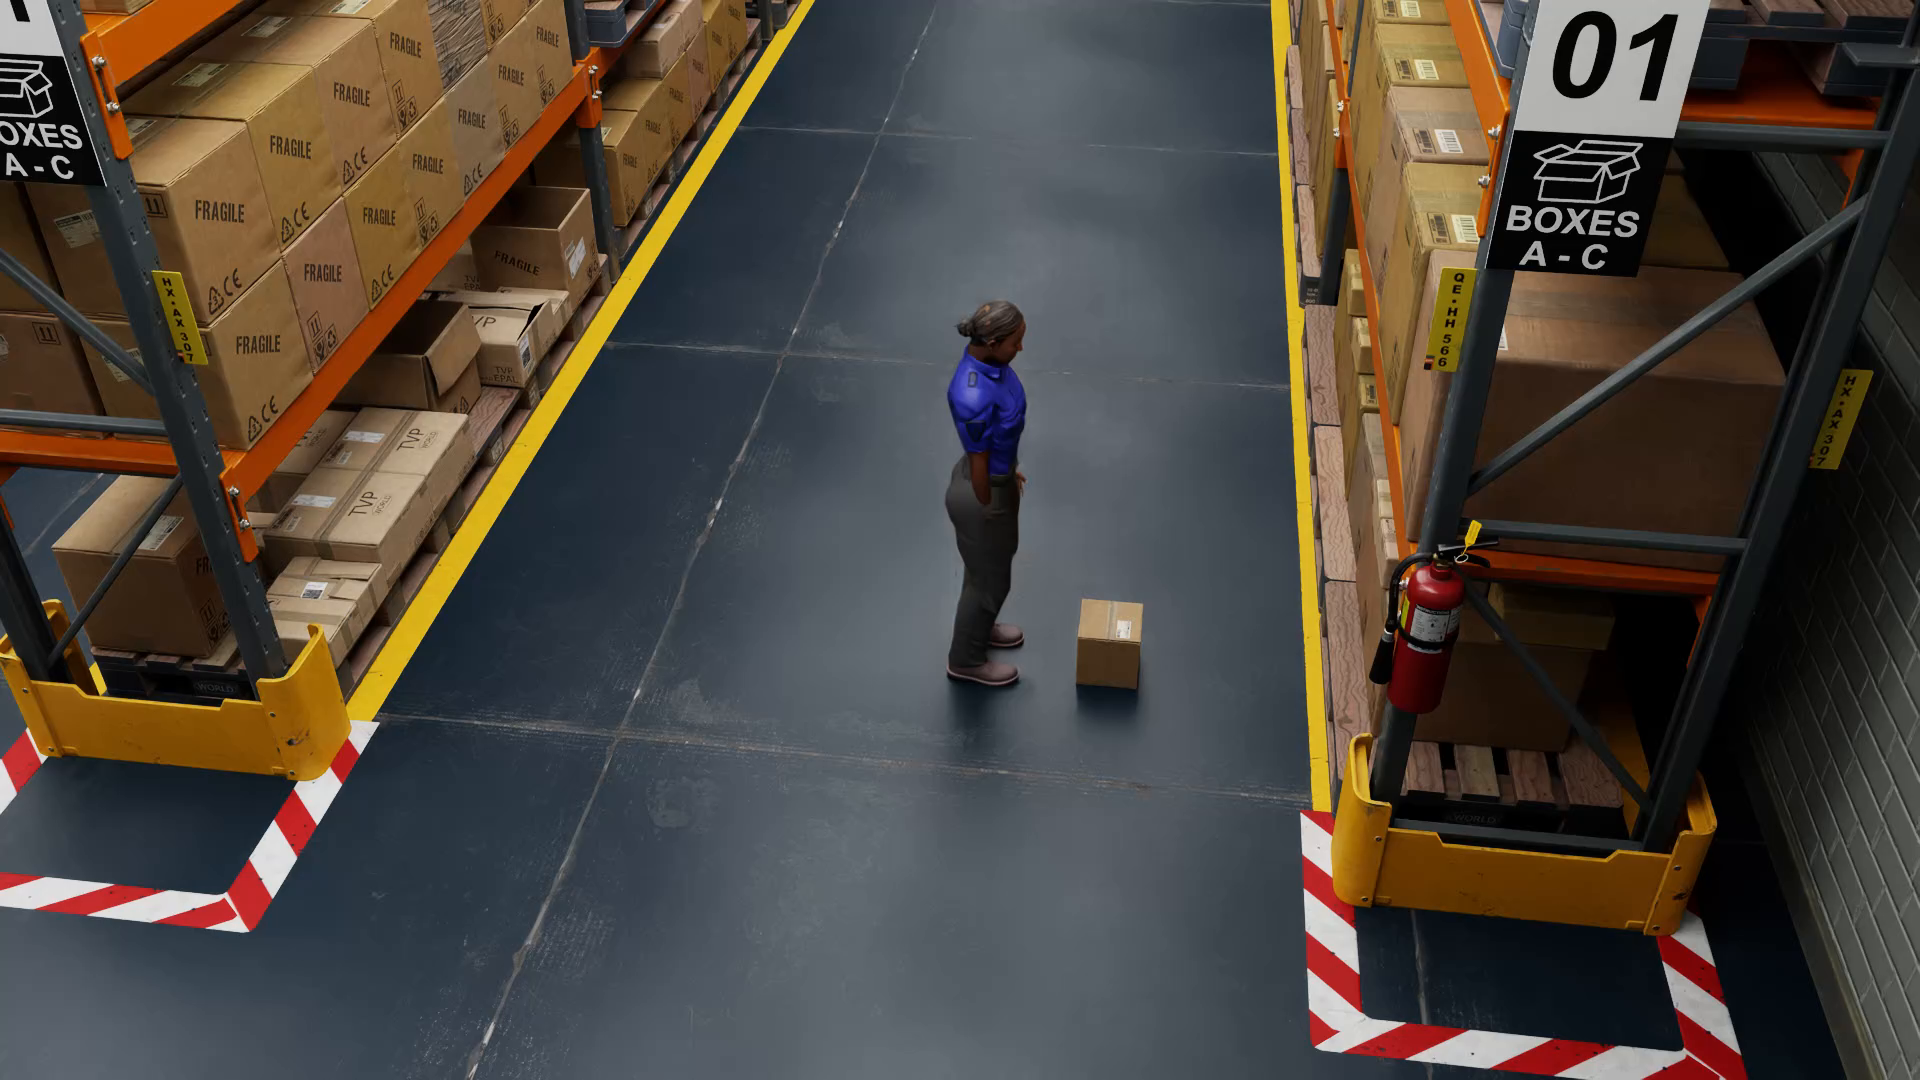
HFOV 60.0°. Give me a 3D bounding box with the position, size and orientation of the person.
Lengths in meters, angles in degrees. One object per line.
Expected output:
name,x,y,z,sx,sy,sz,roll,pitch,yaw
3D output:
person,0.111,-0.188,6.431,0.305,1.639,0.440,5,37,7
